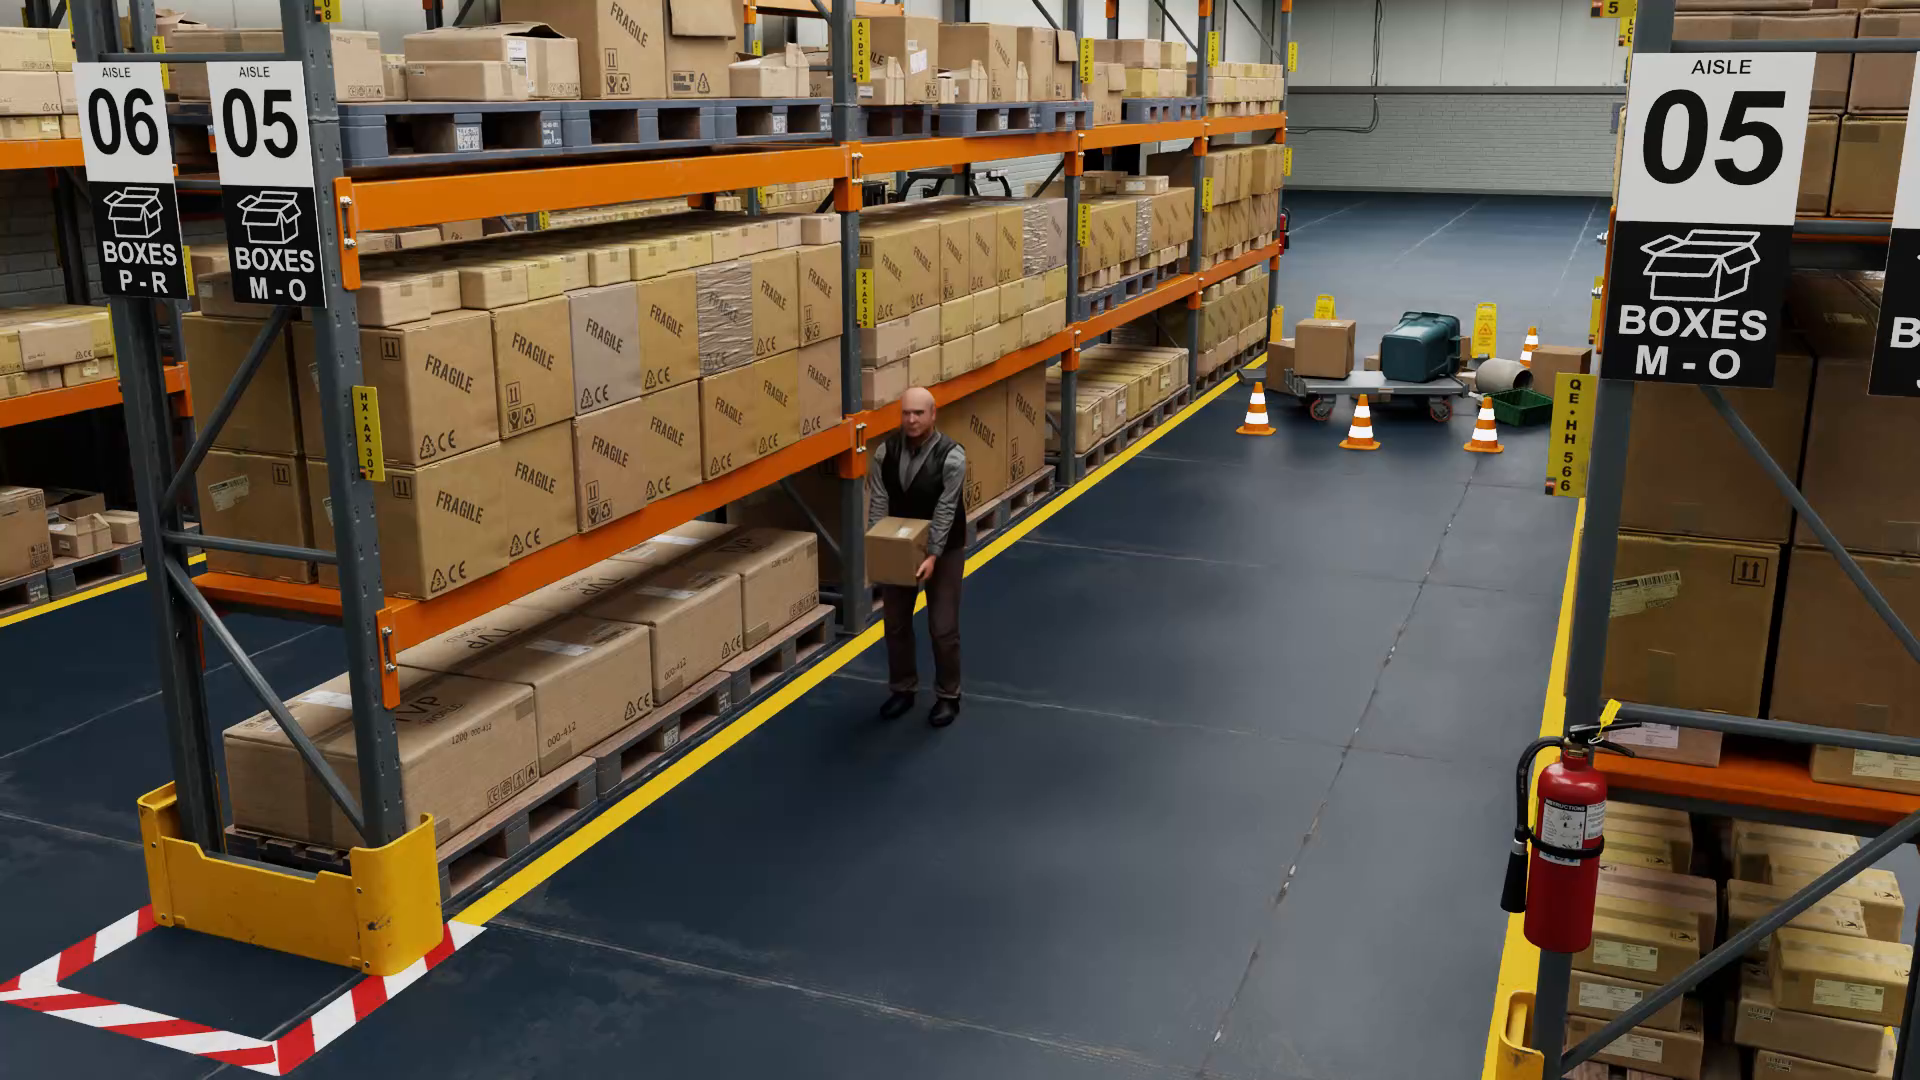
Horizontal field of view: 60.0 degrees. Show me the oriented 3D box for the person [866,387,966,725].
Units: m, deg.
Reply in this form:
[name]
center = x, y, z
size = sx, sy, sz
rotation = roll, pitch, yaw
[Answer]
[person]
center = -0.209, 0.088, 8.277
size = 0.487, 1.713, 0.577
rotation = 6, 16, 20
